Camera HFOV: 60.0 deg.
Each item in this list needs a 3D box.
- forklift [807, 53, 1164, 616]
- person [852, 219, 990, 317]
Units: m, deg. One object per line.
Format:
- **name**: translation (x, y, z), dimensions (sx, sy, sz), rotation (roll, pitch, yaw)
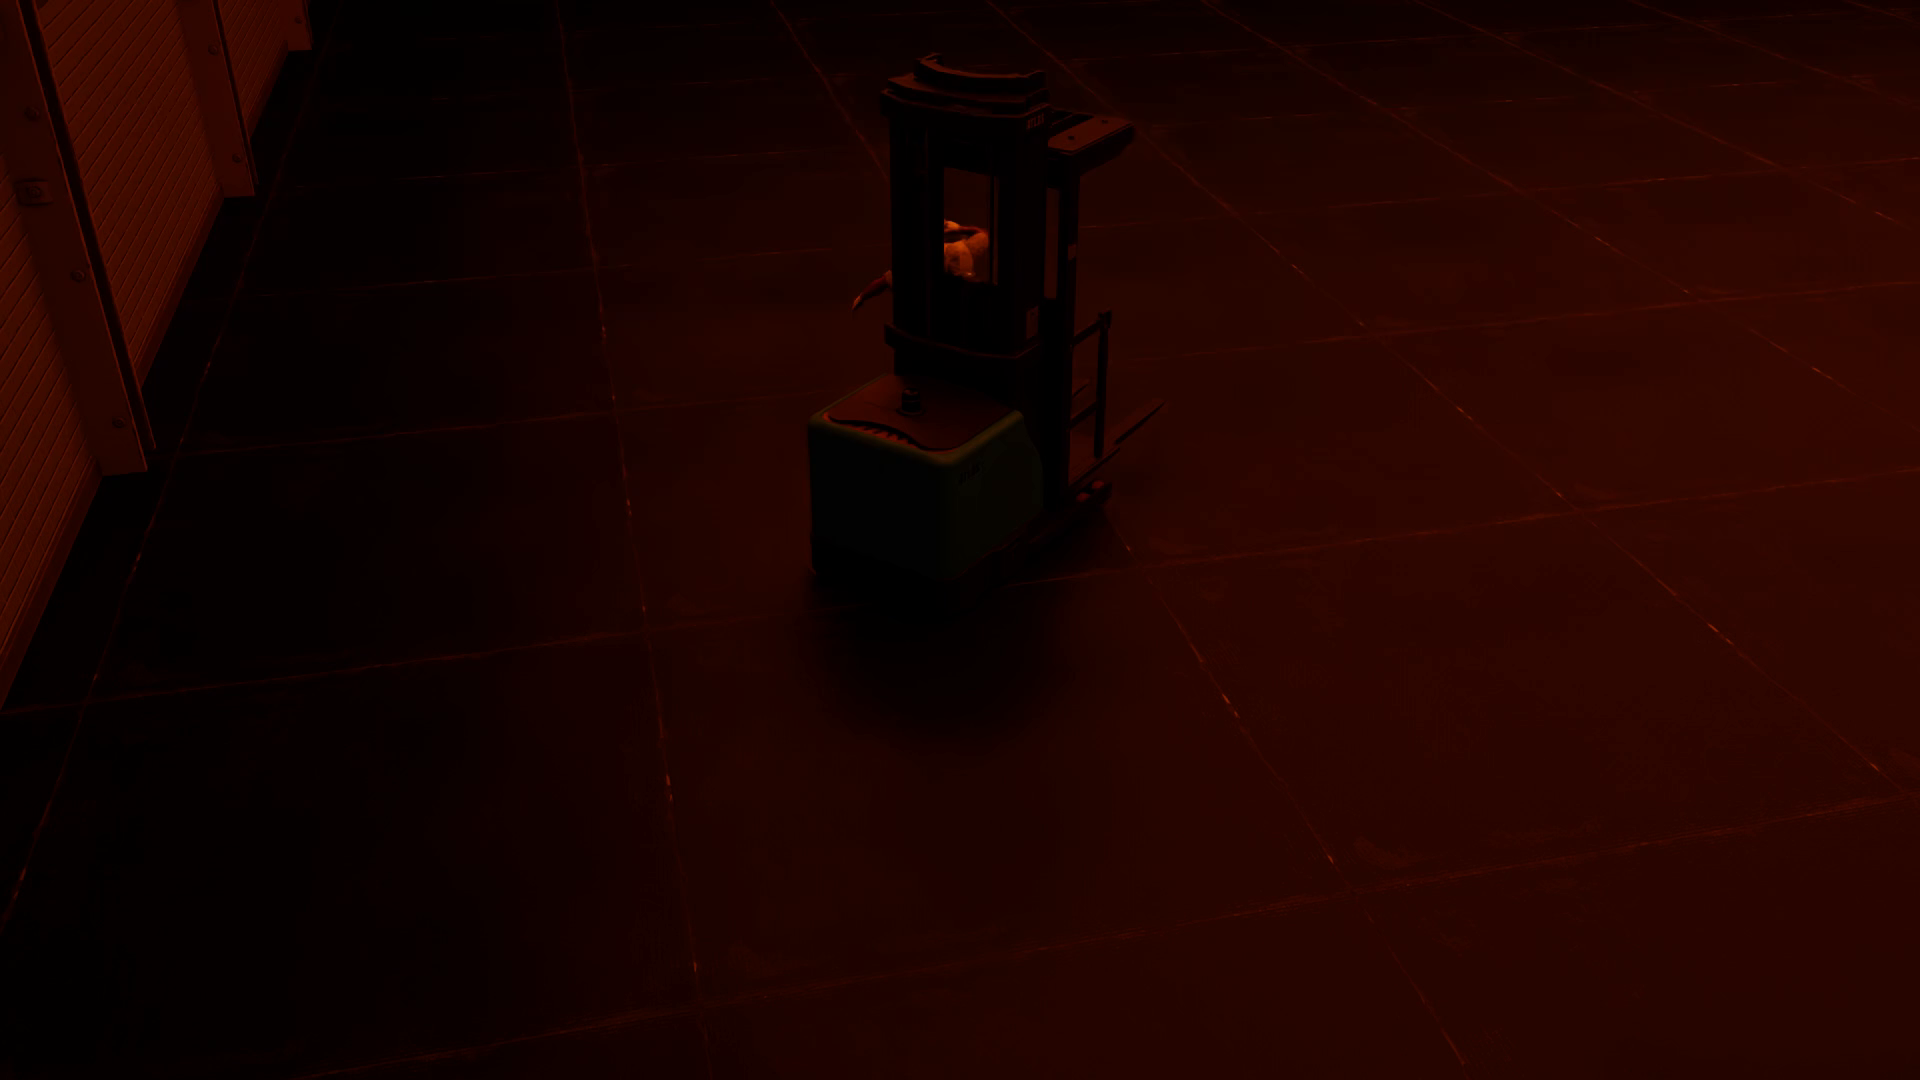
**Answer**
- **forklift**: translation (0.333, -1.525, 10.209), dimensions (1.130, 2.935, 3.031), rotation (18, 35, 29)
- **person**: translation (-0.242, -1.678, 11.924), dimensions (0.894, 1.561, 0.960), rotation (18, 35, 28)
